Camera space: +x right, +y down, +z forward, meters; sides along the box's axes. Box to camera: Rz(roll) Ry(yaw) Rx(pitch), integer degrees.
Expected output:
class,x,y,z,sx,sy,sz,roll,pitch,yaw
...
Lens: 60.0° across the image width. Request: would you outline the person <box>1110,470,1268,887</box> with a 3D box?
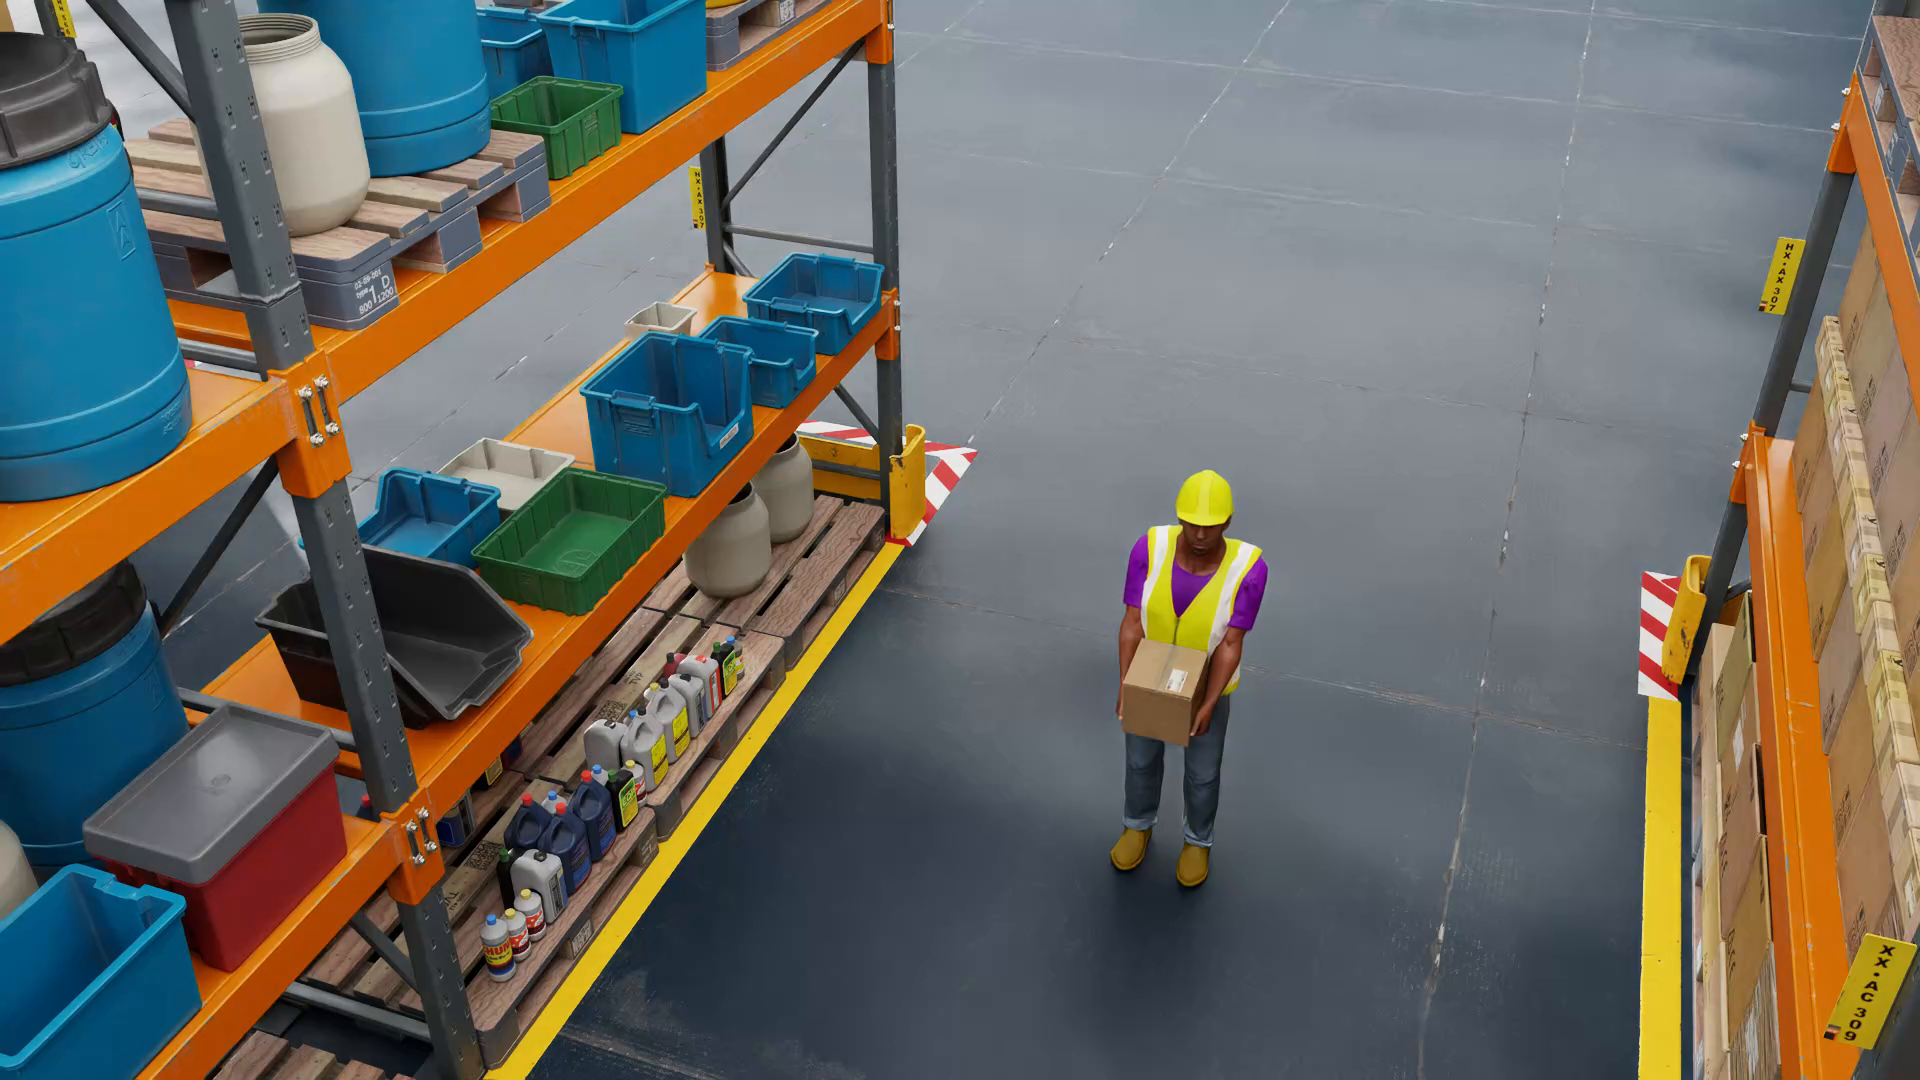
class,x,y,z,sx,sy,sz,roll,pitch,yaw
person,0.817,0.582,6.226,0.505,1.762,0.571,12,35,17
